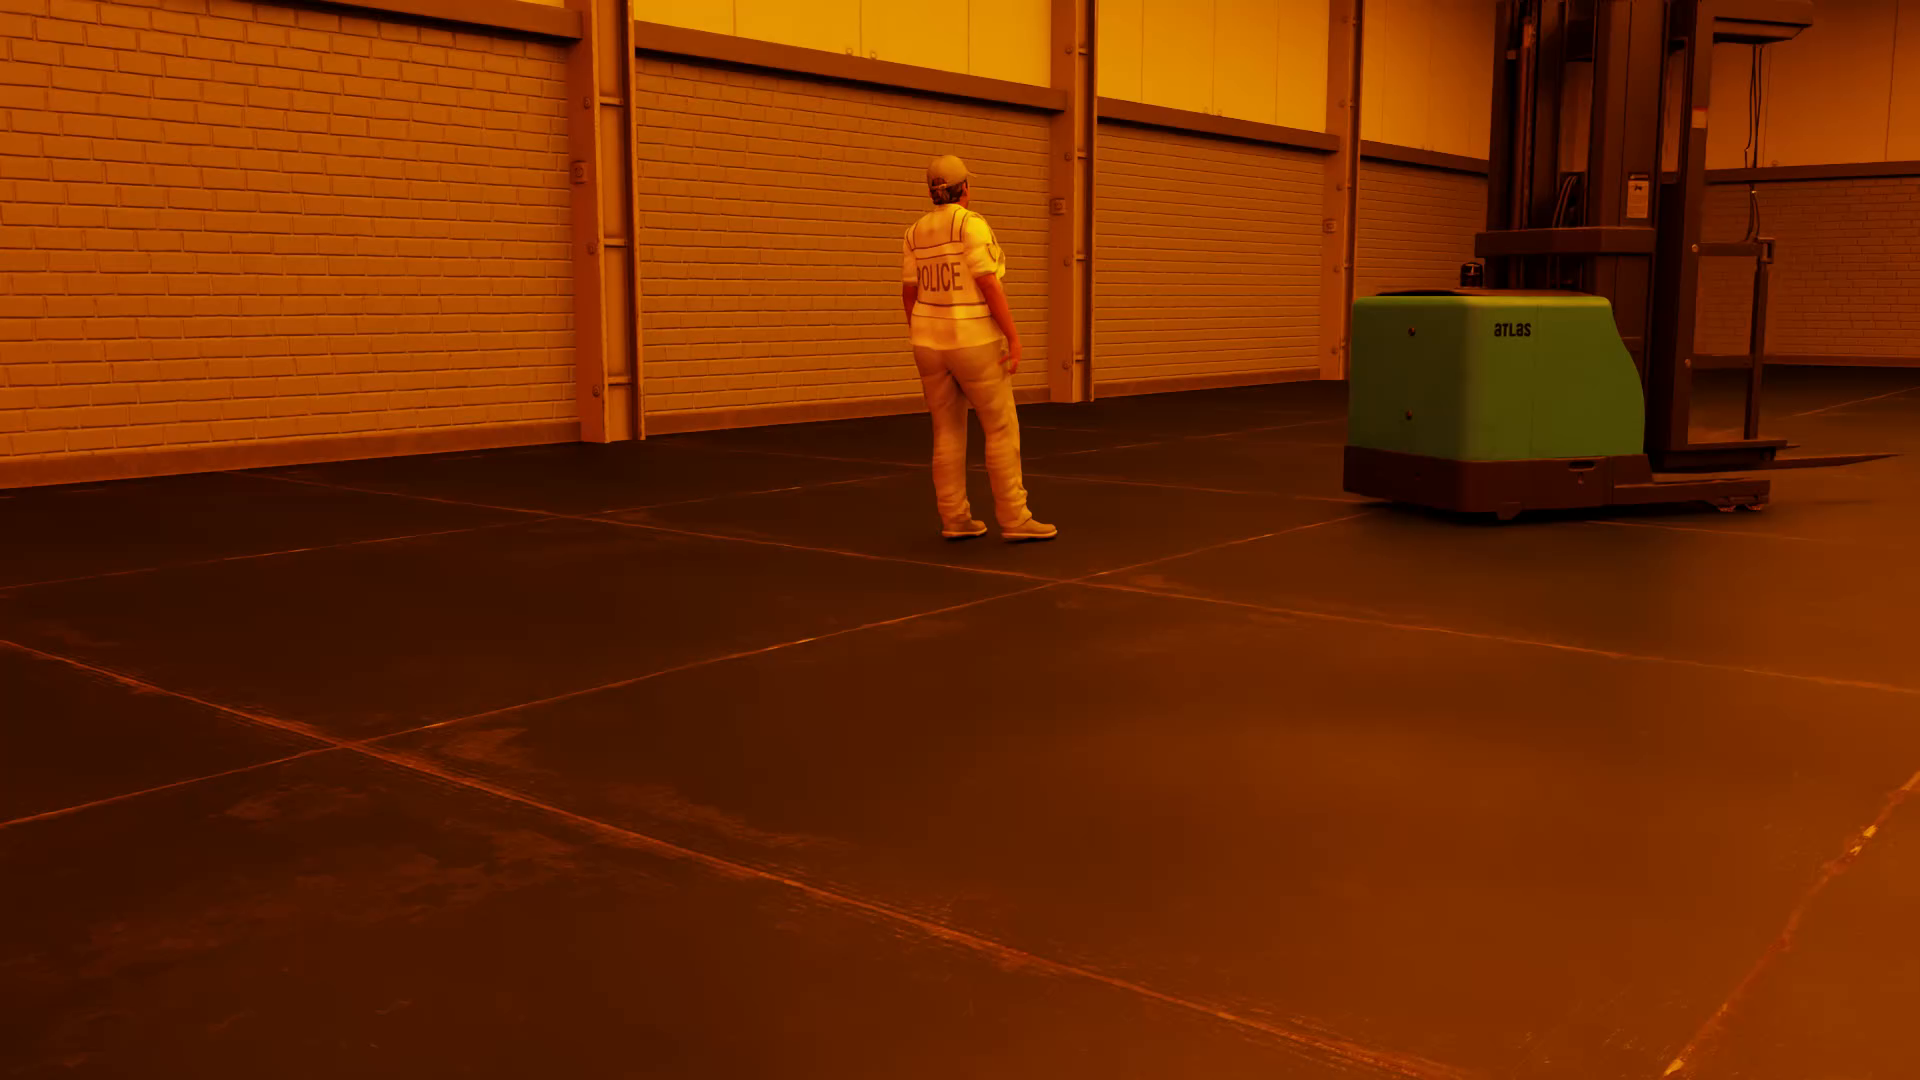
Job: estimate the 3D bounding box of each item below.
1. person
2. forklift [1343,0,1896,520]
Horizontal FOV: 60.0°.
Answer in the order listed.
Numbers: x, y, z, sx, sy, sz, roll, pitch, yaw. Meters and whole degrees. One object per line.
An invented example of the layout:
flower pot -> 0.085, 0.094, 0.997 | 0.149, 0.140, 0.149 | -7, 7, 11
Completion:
person -> 0.066, -0.839, 7.328 | 0.599, 1.670, 0.529 | 7, 11, 38
forklift -> 3.561, -1.655, 8.591 | 3.031, 2.935, 1.130 | -3, 9, -22
